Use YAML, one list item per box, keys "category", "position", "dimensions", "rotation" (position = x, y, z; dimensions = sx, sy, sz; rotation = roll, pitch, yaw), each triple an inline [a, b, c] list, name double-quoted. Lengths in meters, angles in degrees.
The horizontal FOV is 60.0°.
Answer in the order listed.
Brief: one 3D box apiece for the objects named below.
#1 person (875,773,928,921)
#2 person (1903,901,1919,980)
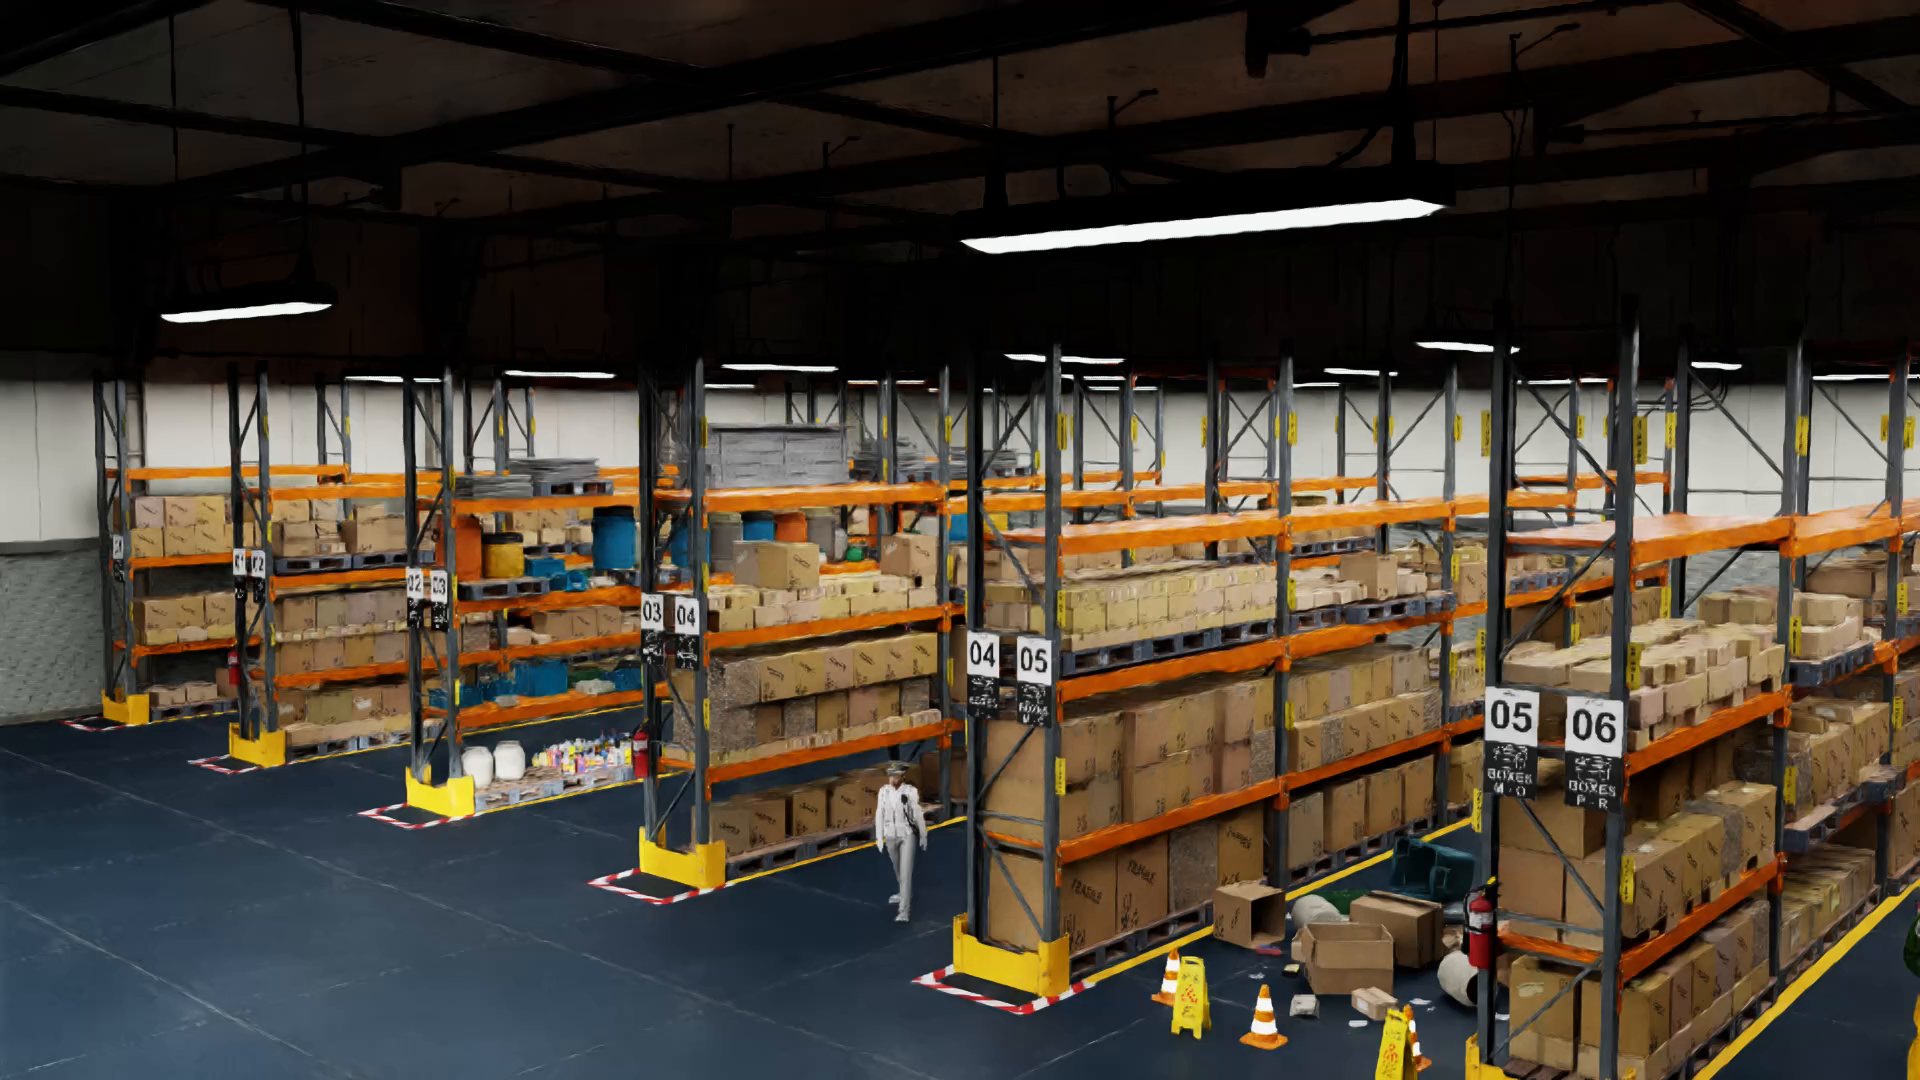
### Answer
- category: "person"
  position: [-0.632, 3.091, 17.310]
  dimensions: [0.529, 1.602, 0.929]
  rotation: [2, 4, 20]
- category: "person"
  position: [8.371, 3.231, 14.126]
  dimensions: [0.555, 1.785, 0.448]
  rotation: [-1, 4, -17]
